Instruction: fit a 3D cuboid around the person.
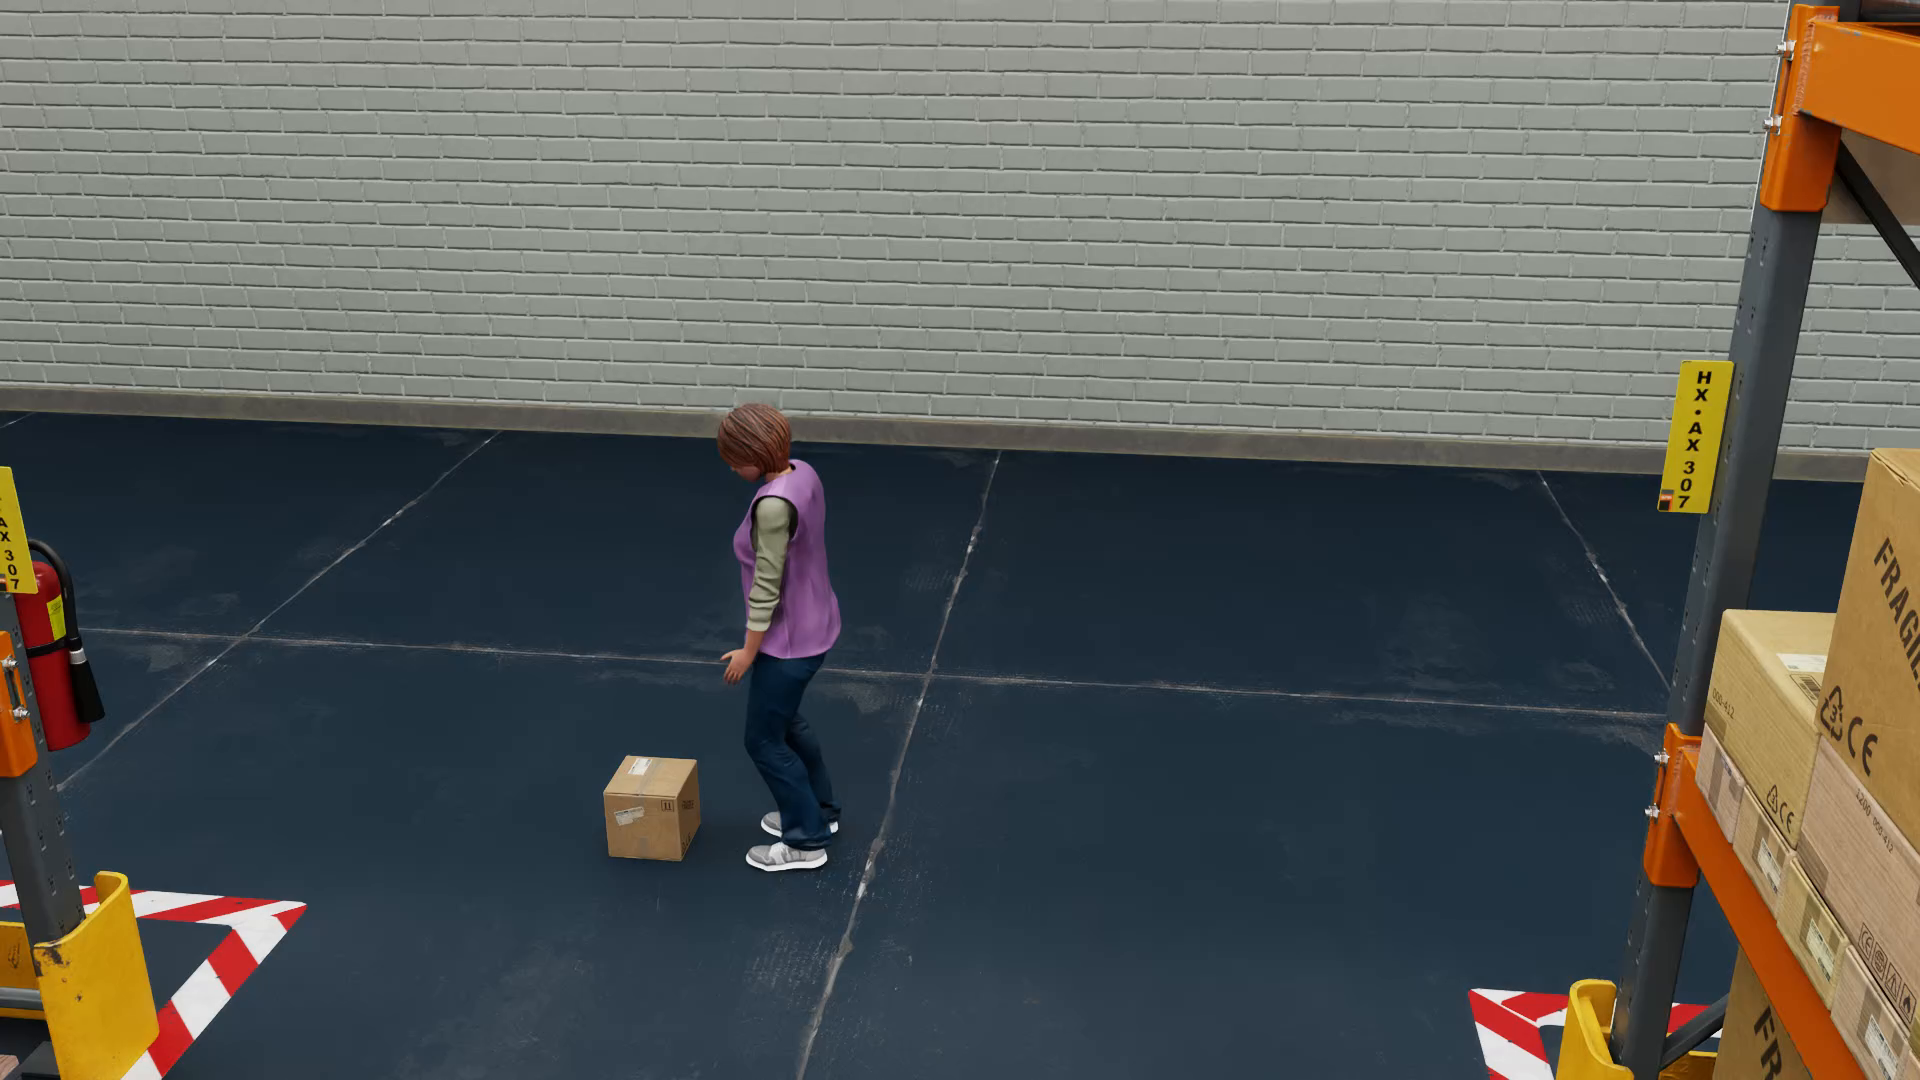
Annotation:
[{"bbox_3d":[-0.565,0.334,5.318,0.353,1.556,0.420,3,22,8],"label":"person"}]
